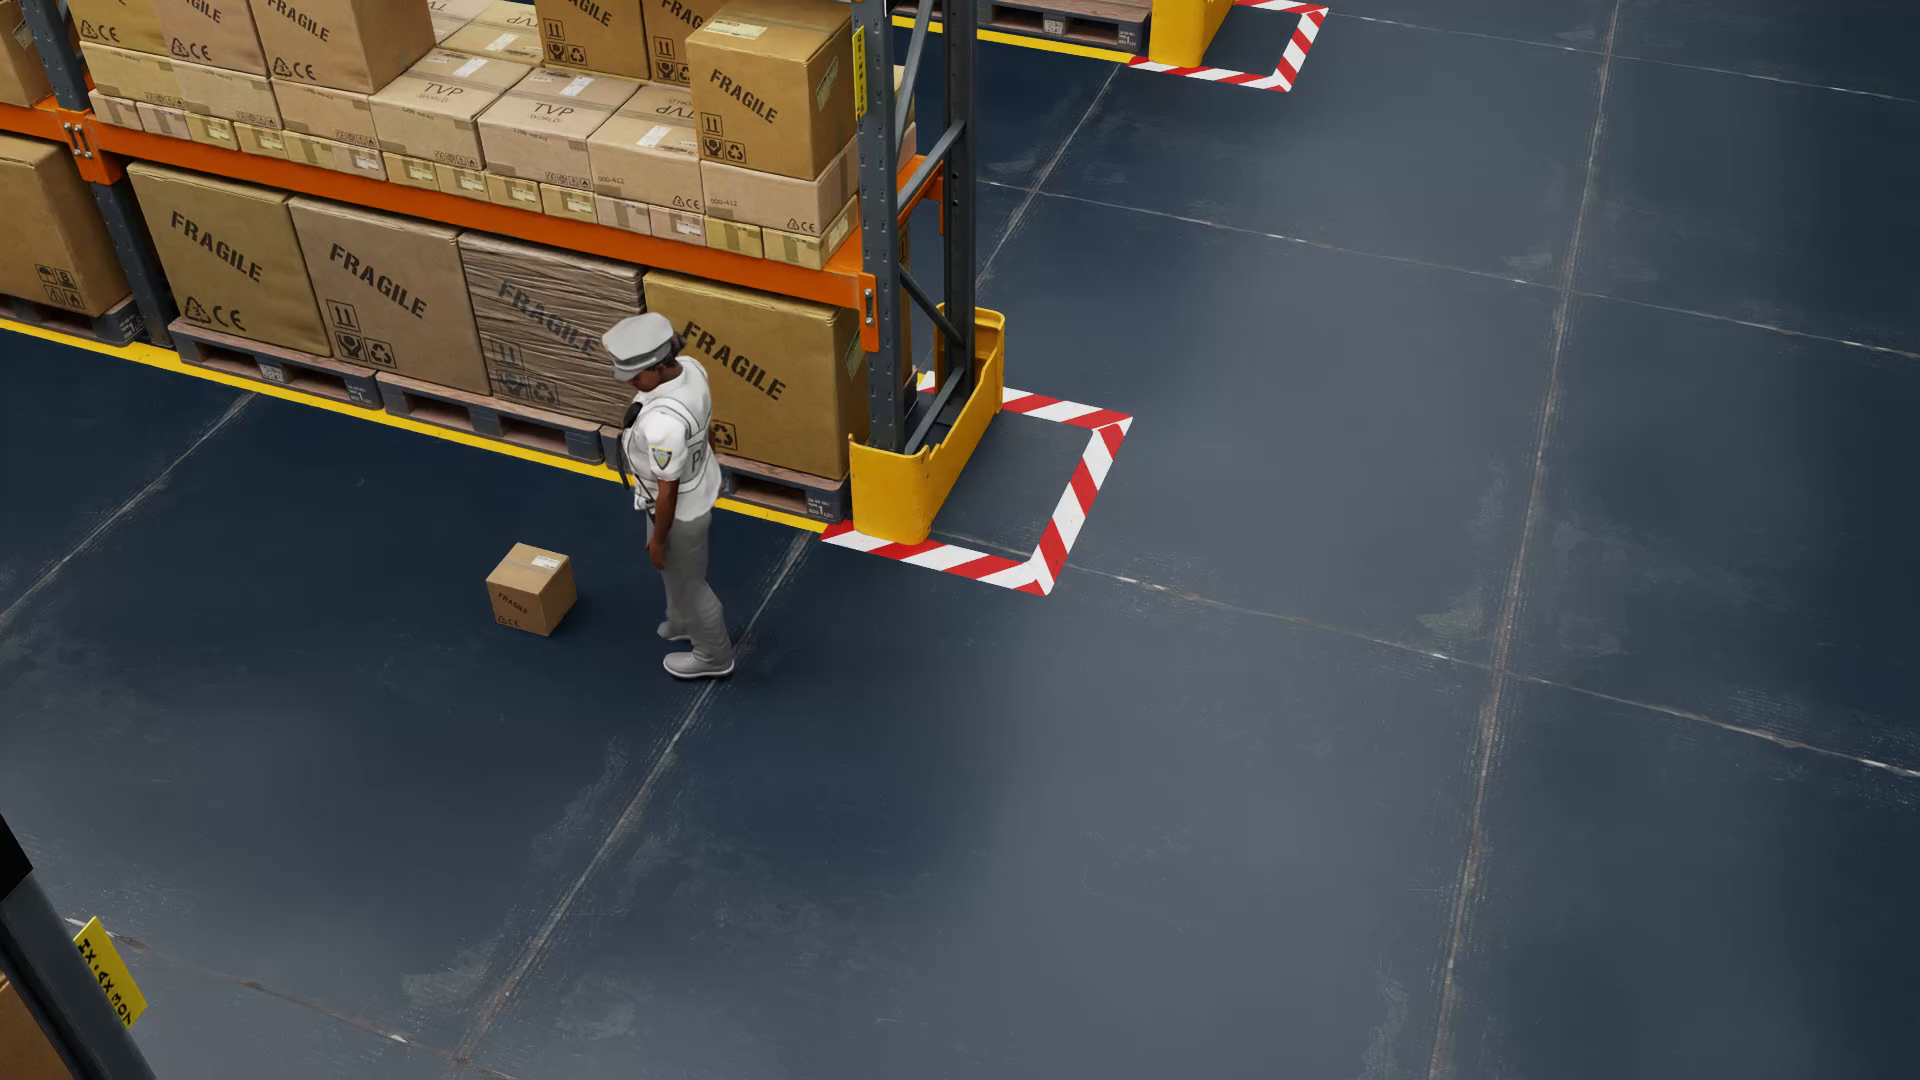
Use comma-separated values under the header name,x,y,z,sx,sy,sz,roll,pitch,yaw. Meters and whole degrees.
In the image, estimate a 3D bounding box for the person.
name,x,y,z,sx,sy,sz,roll,pitch,yaw
person,-1.108,-0.104,6.309,0.417,1.740,0.483,4,42,4
